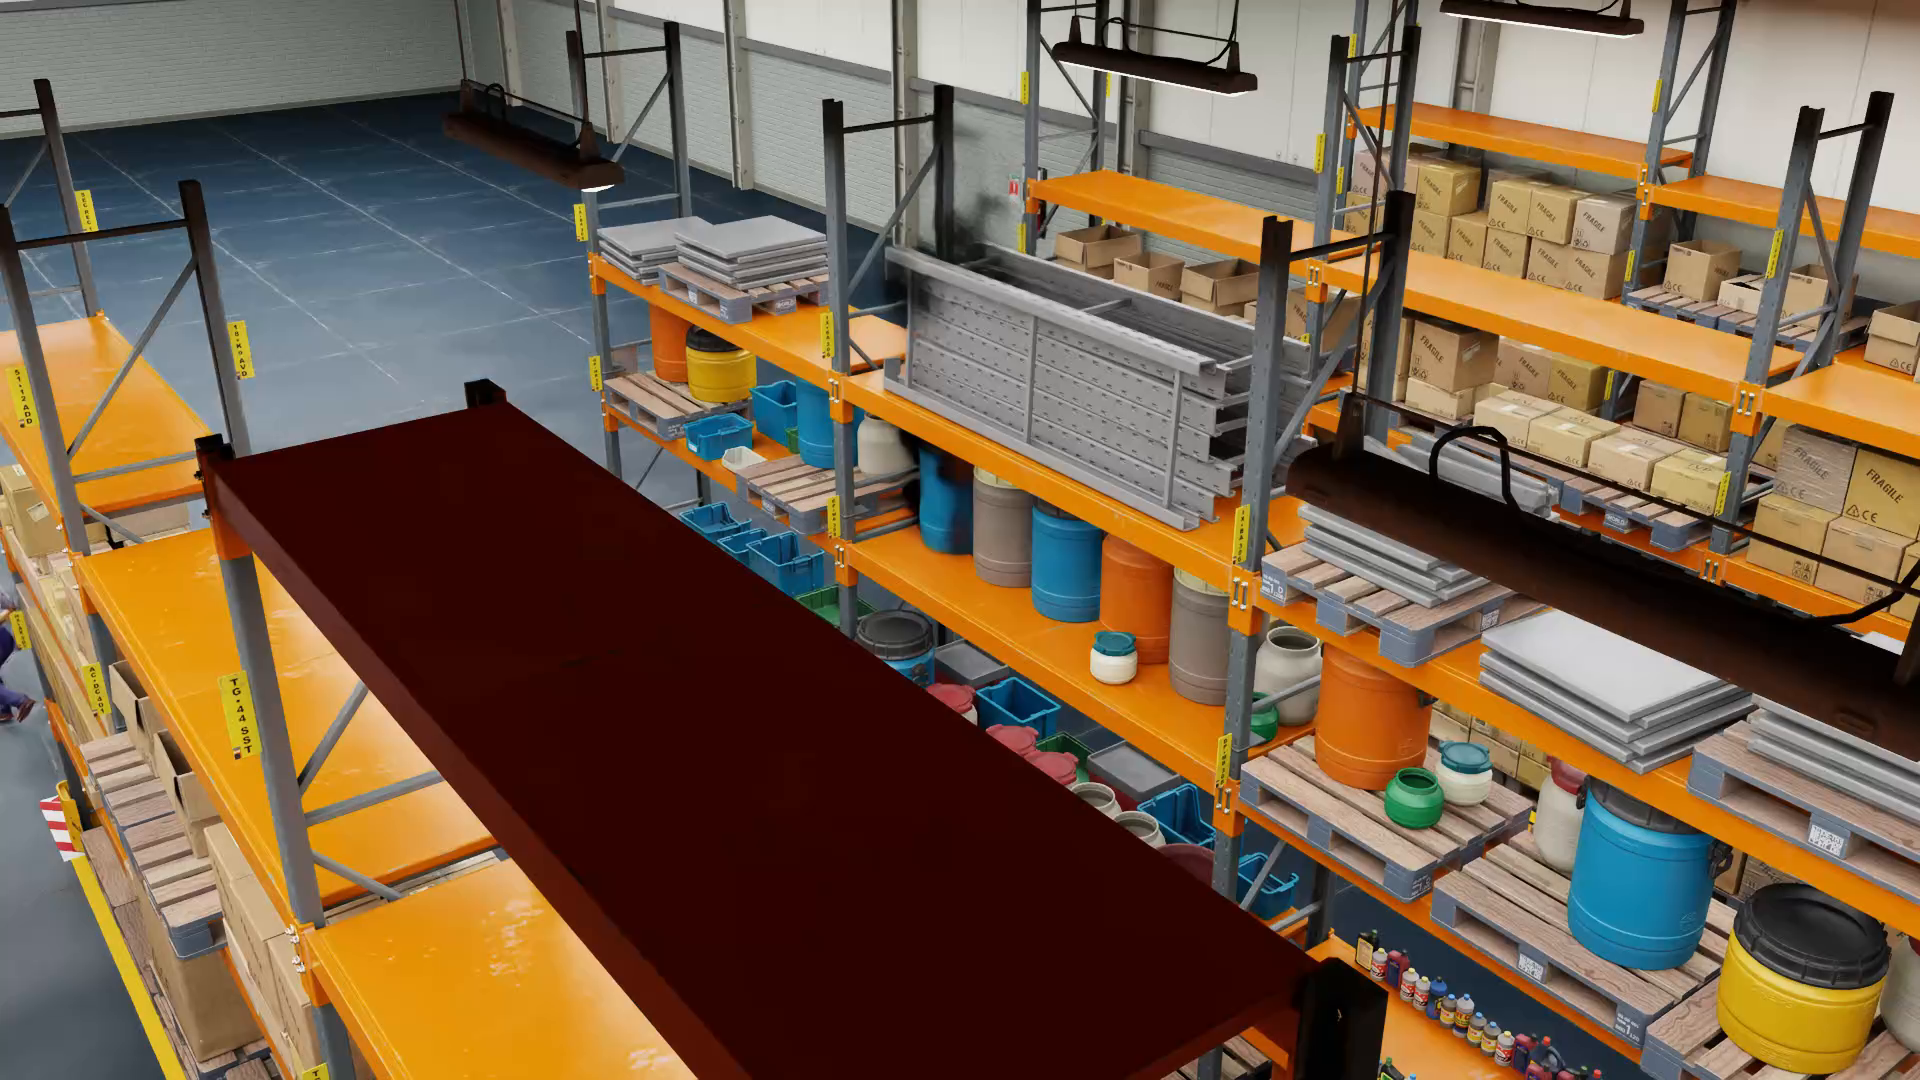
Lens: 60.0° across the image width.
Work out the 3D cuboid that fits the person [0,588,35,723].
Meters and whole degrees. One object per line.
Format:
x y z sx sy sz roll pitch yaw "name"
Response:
-8.703 0.991 14.974 0.696 1.632 0.634 4 25 10 "person"
